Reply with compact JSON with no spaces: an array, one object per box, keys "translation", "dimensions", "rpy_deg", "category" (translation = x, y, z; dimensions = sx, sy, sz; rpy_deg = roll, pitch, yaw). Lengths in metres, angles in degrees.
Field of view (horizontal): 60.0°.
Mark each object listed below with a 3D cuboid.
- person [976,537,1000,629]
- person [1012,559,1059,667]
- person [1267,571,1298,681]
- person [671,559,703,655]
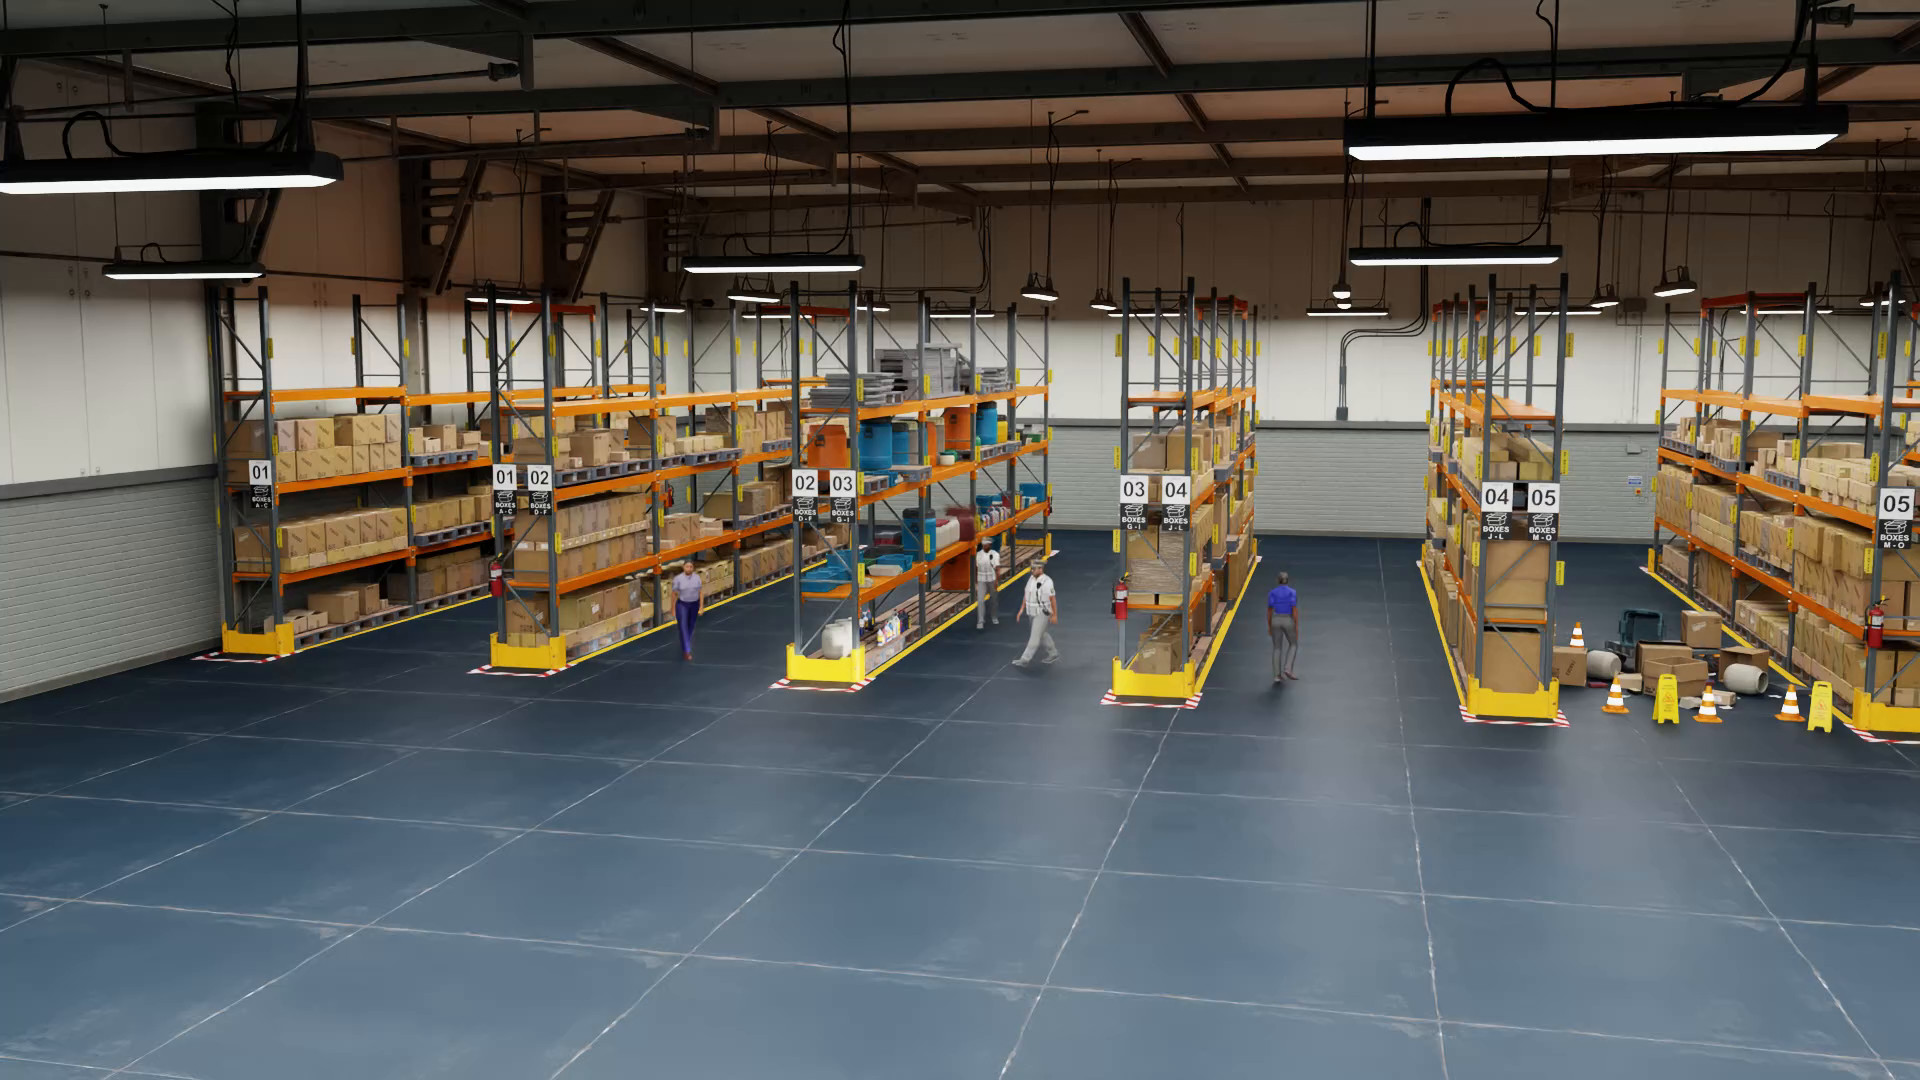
[{"translation":[0.499,0.747,29.833],"dimensions":[0.471,1.623,0.947],"rpy_deg":[1,7,11],"category":"person"},{"translation":[1.160,1.143,26.141],"dimensions":[1.087,1.691,0.565],"rpy_deg":[-4,8,-32],"category":"person"},{"translation":[4.874,1.307,25.092],"dimensions":[0.501,1.658,0.518],"rpy_deg":[3,7,25],"category":"person"},{"translation":[-4.431,1.069,26.992],"dimensions":[0.494,1.522,0.811],"rpy_deg":[-5,8,-34],"category":"person"}]
